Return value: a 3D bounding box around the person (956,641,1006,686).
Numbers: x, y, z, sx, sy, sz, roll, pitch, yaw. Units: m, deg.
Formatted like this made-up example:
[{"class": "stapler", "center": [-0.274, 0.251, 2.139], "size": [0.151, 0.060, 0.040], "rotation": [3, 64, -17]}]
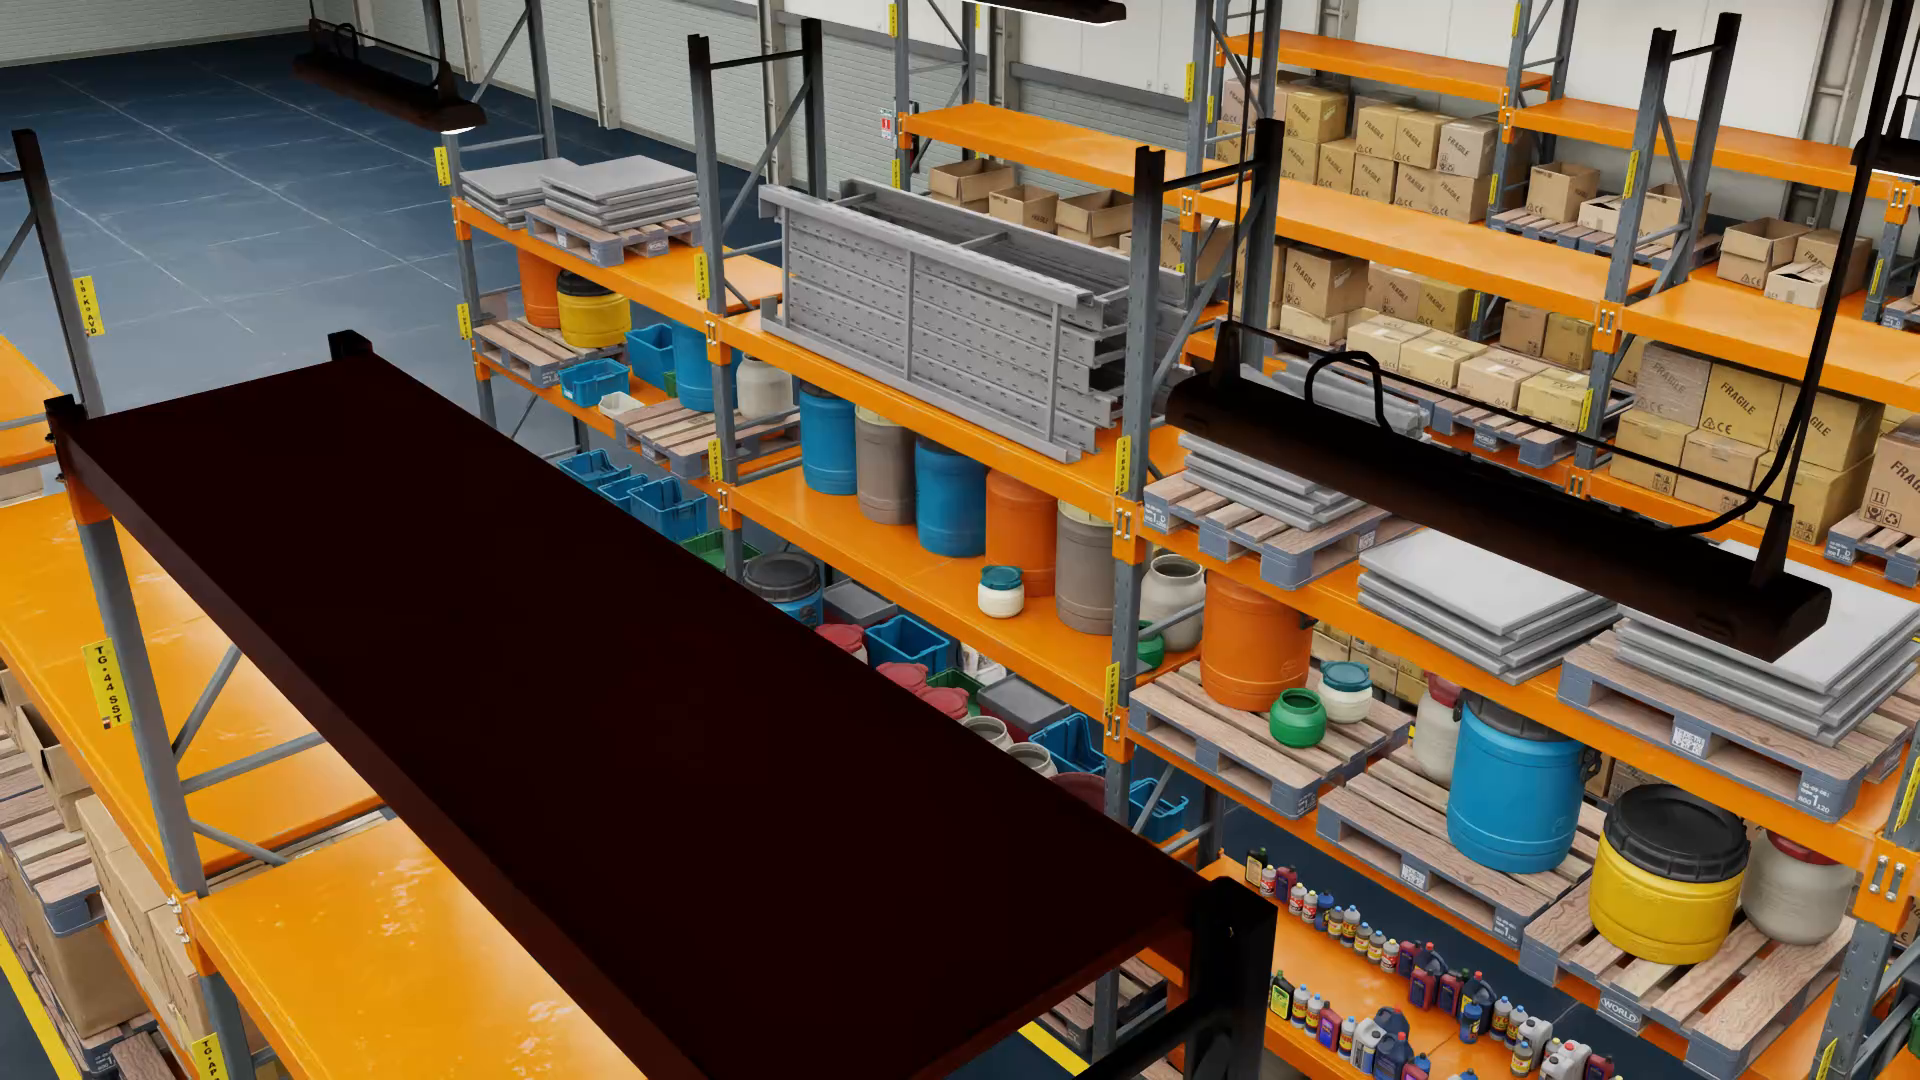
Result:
[{"class": "person", "center": [0.136, 1.114, 13.584], "size": [0.462, 1.595, 1.045], "rotation": [-16, 31, -28]}]
